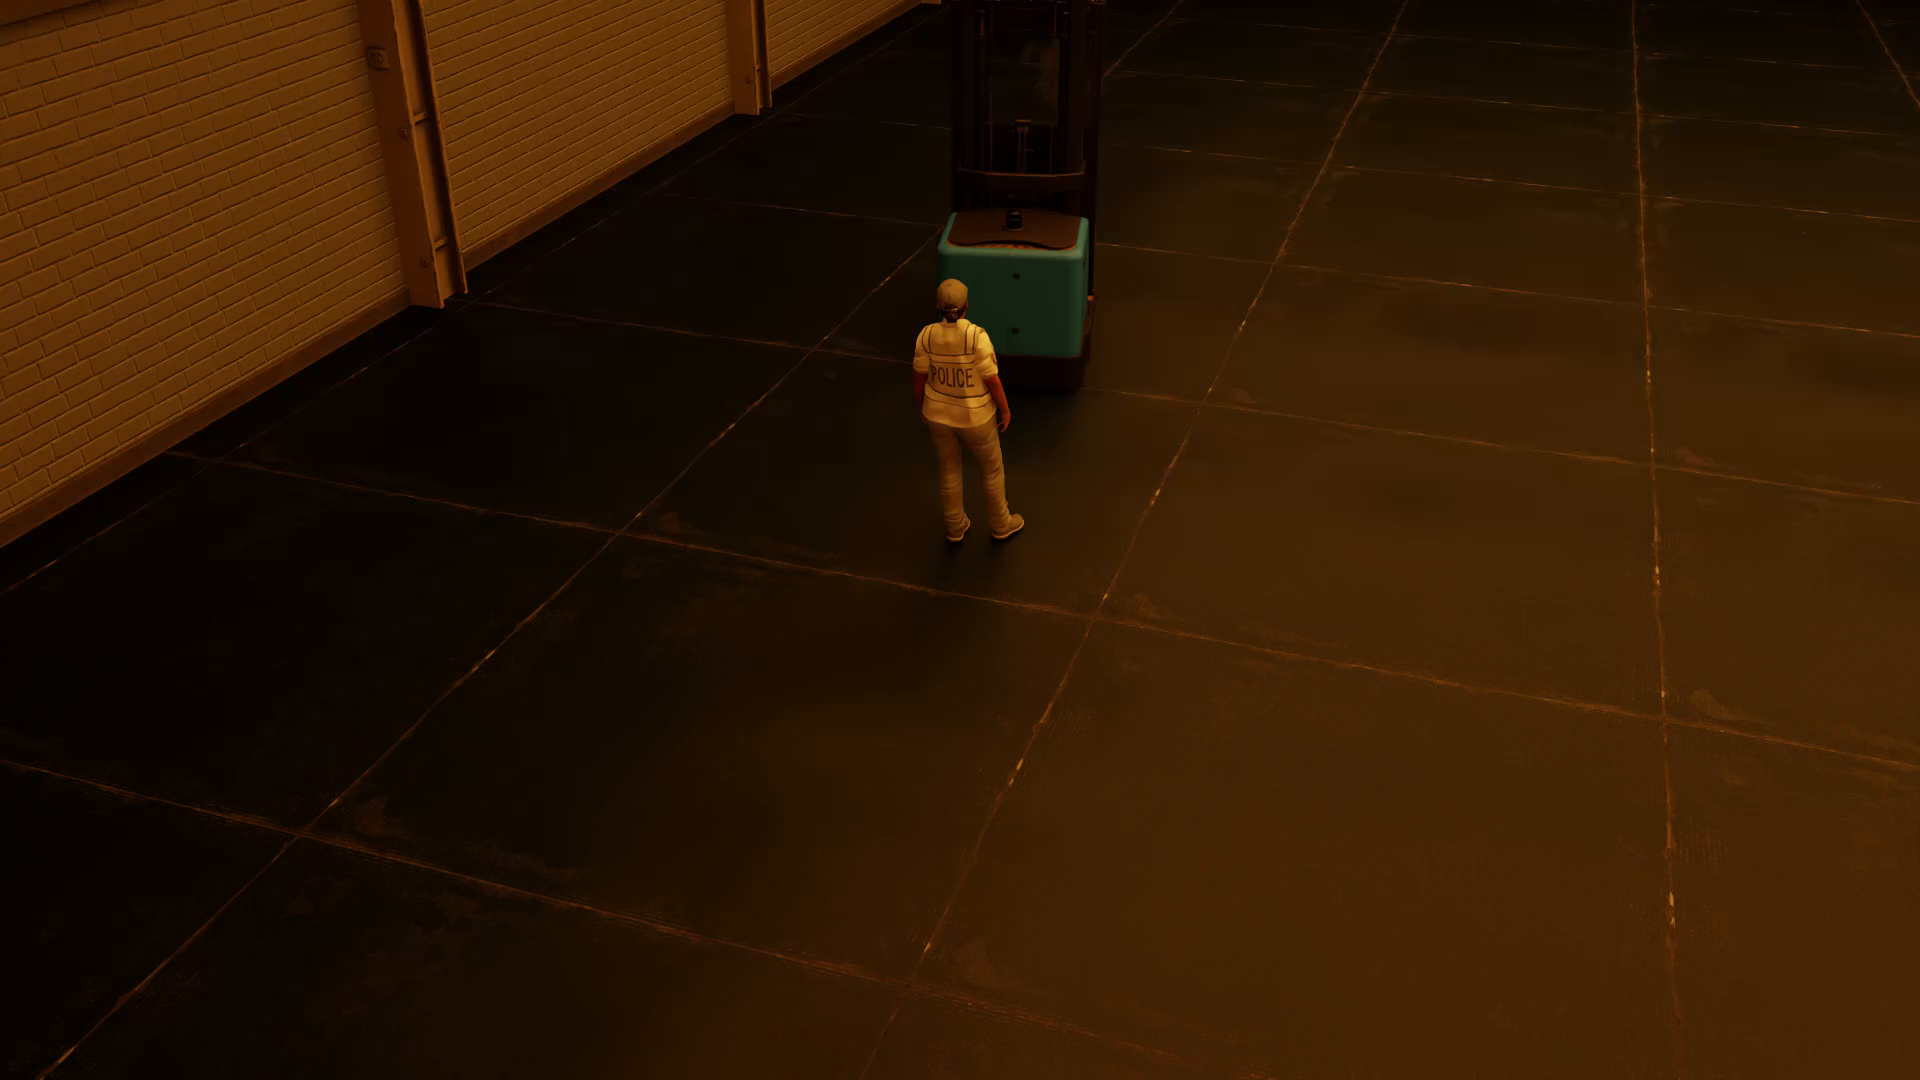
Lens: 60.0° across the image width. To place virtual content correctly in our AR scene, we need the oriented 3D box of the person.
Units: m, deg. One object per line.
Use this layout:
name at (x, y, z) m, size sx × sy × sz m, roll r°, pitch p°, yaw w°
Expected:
person at (0.047, -0.763, 9.736) m, size 0.598 × 1.670 × 0.529 m, roll 10°, pitch 31°, yaw 16°

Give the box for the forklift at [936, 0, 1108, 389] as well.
forklift at (0.512, -3.057, 12.500) m, size 1.130 × 2.935 × 3.031 m, roll 3°, pitch 30°, yaw 6°
